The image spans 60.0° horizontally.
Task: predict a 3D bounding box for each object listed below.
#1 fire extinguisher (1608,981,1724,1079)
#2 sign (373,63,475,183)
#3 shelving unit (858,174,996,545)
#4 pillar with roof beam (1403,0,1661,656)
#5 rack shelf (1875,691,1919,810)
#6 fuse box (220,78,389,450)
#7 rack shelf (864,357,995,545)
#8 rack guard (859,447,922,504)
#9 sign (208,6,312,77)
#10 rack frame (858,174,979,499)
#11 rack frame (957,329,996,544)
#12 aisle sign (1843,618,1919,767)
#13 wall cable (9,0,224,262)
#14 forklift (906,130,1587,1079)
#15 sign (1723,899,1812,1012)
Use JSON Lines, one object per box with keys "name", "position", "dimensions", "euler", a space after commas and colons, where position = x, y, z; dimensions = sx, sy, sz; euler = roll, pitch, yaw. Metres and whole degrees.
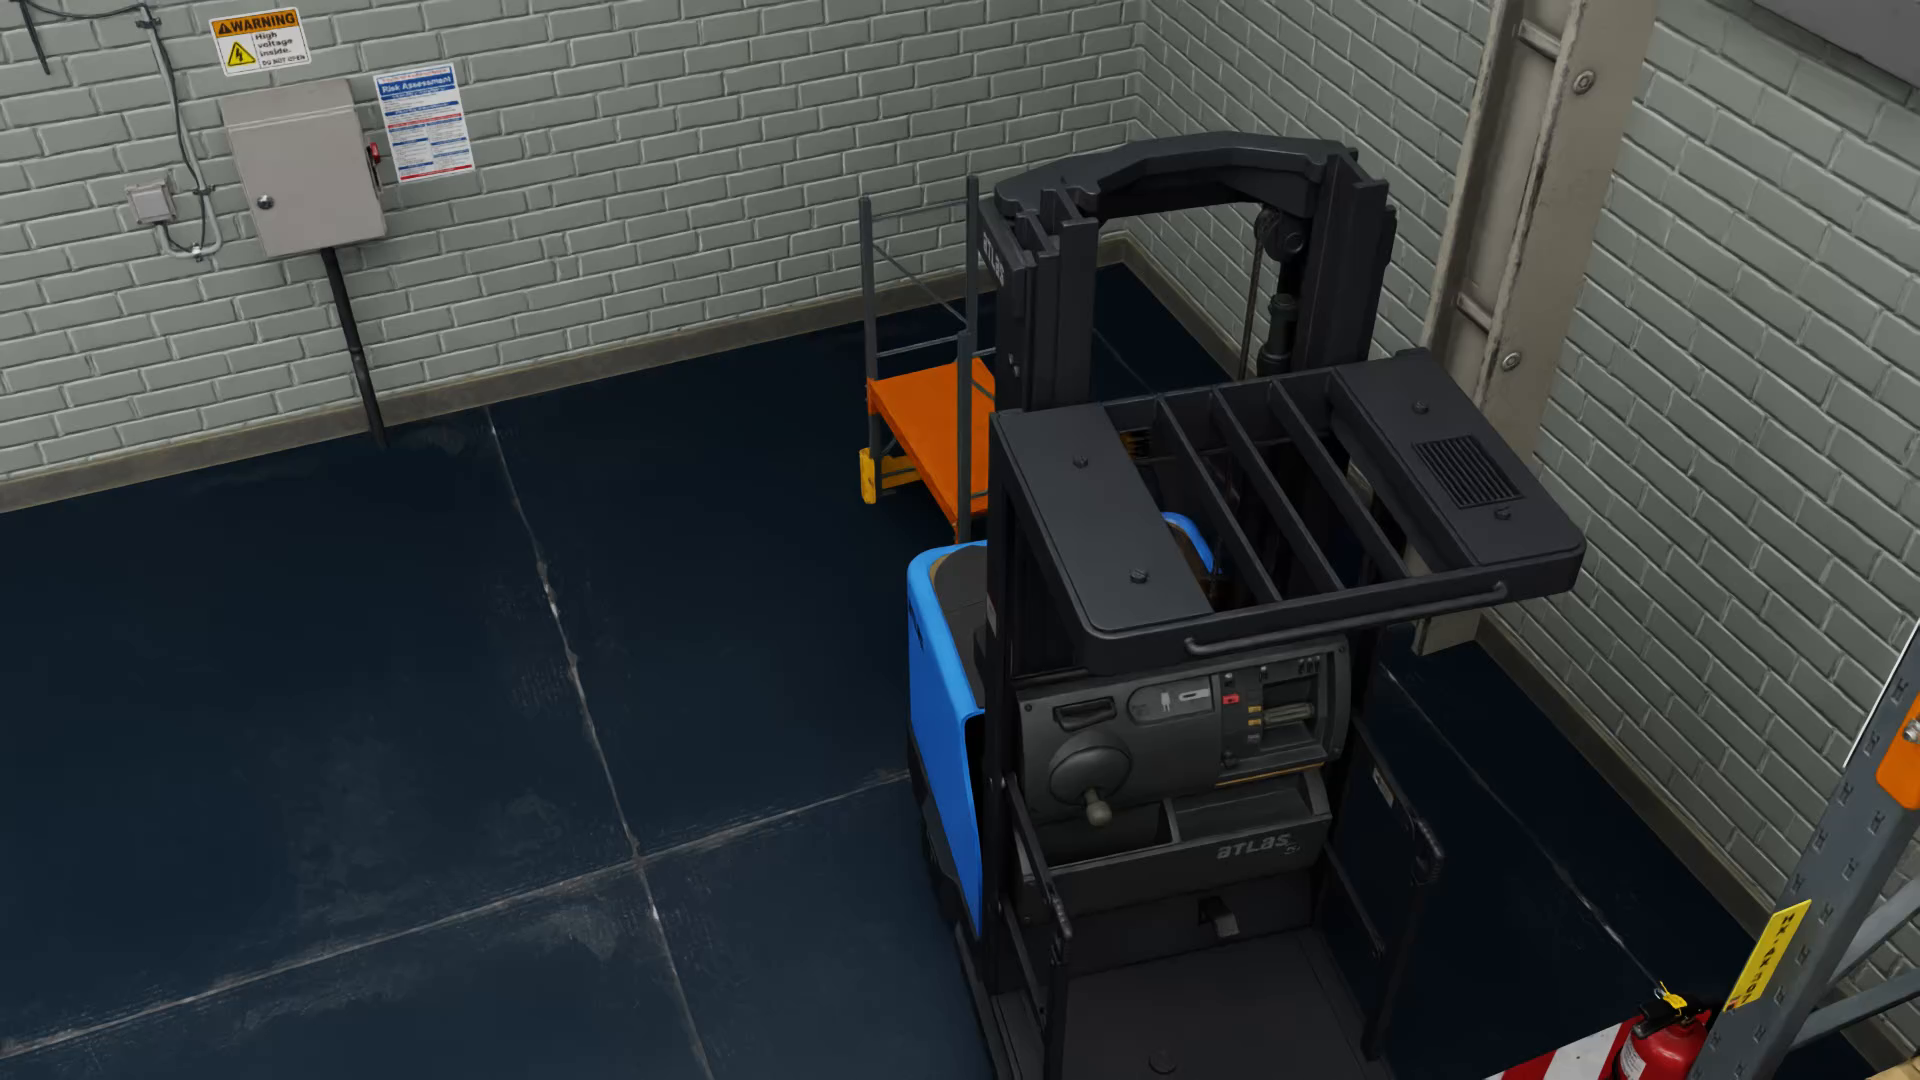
{"name": "fire extinguisher", "position": [1.629, 1.222, 3.873], "dimensions": [0.296, 0.674, 0.183], "euler": [-15, 43, -17]}
{"name": "sign", "position": [-2.278, -1.774, 7.085], "dimensions": [0.329, 0.494, 0.001], "euler": [-15, 43, -17]}
{"name": "shelving unit", "position": [0.029, -0.523, 6.708], "dimensions": [0.587, 1.500, 1.083], "euler": [-15, 43, -17]}
{"name": "pillar with roof beam", "position": [-2.064, -2.025, 2.703], "dimensions": [9.100, 9.000, 0.400], "euler": [-15, 43, -17]}
{"name": "rack shelf", "position": [2.877, 1.365, 1.613], "dimensions": [1.077, 0.370, 4.000], "euler": [-15, 43, -17]}
{"name": "fuse box", "position": [-2.655, -1.073, 7.186], "dimensions": [0.539, 1.711, 0.414], "euler": [-15, 43, -17]}
{"name": "rack shelf", "position": [0.033, -0.381, 6.819], "dimensions": [0.538, 0.185, 1.000], "euler": [-15, 43, -17]}
{"name": "rack guard", "position": [-0.161, -0.349, 7.464], "dimensions": [0.587, 0.250, 0.087], "euler": [-15, 43, -17]}
{"name": "sign", "position": [-2.785, -1.986, 6.625], "dimensions": [0.339, 0.242, 0.001], "euler": [-15, 43, -17]}
{"name": "rack frame", "position": [-0.162, -0.823, 7.057], "dimensions": [0.500, 1.500, 0.032], "euler": [-15, 43, -17]}
{"name": "rack frame", "position": [0.227, -0.211, 6.345], "dimensions": [0.500, 1.500, 0.032], "euler": [-15, 43, -17]}
{"name": "aisle sign", "position": [1.815, 0.071, 2.873], "dimensions": [0.394, 0.787, 0.004], "euler": [-15, 43, -17]}
{"name": "wall cable", "position": [-3.346, -1.872, 6.347], "dimensions": [0.588, 1.984, 0.122], "euler": [-15, 43, -17]}
{"name": "forklift", "position": [0.666, 0.595, 4.310], "dimensions": [1.130, 2.935, 3.031], "euler": [-9, 42, -11]}
{"name": "sign", "position": [1.611, 0.832, 3.318], "dimensions": [0.100, 0.325, 0.005], "euler": [-15, 43, -17]}
